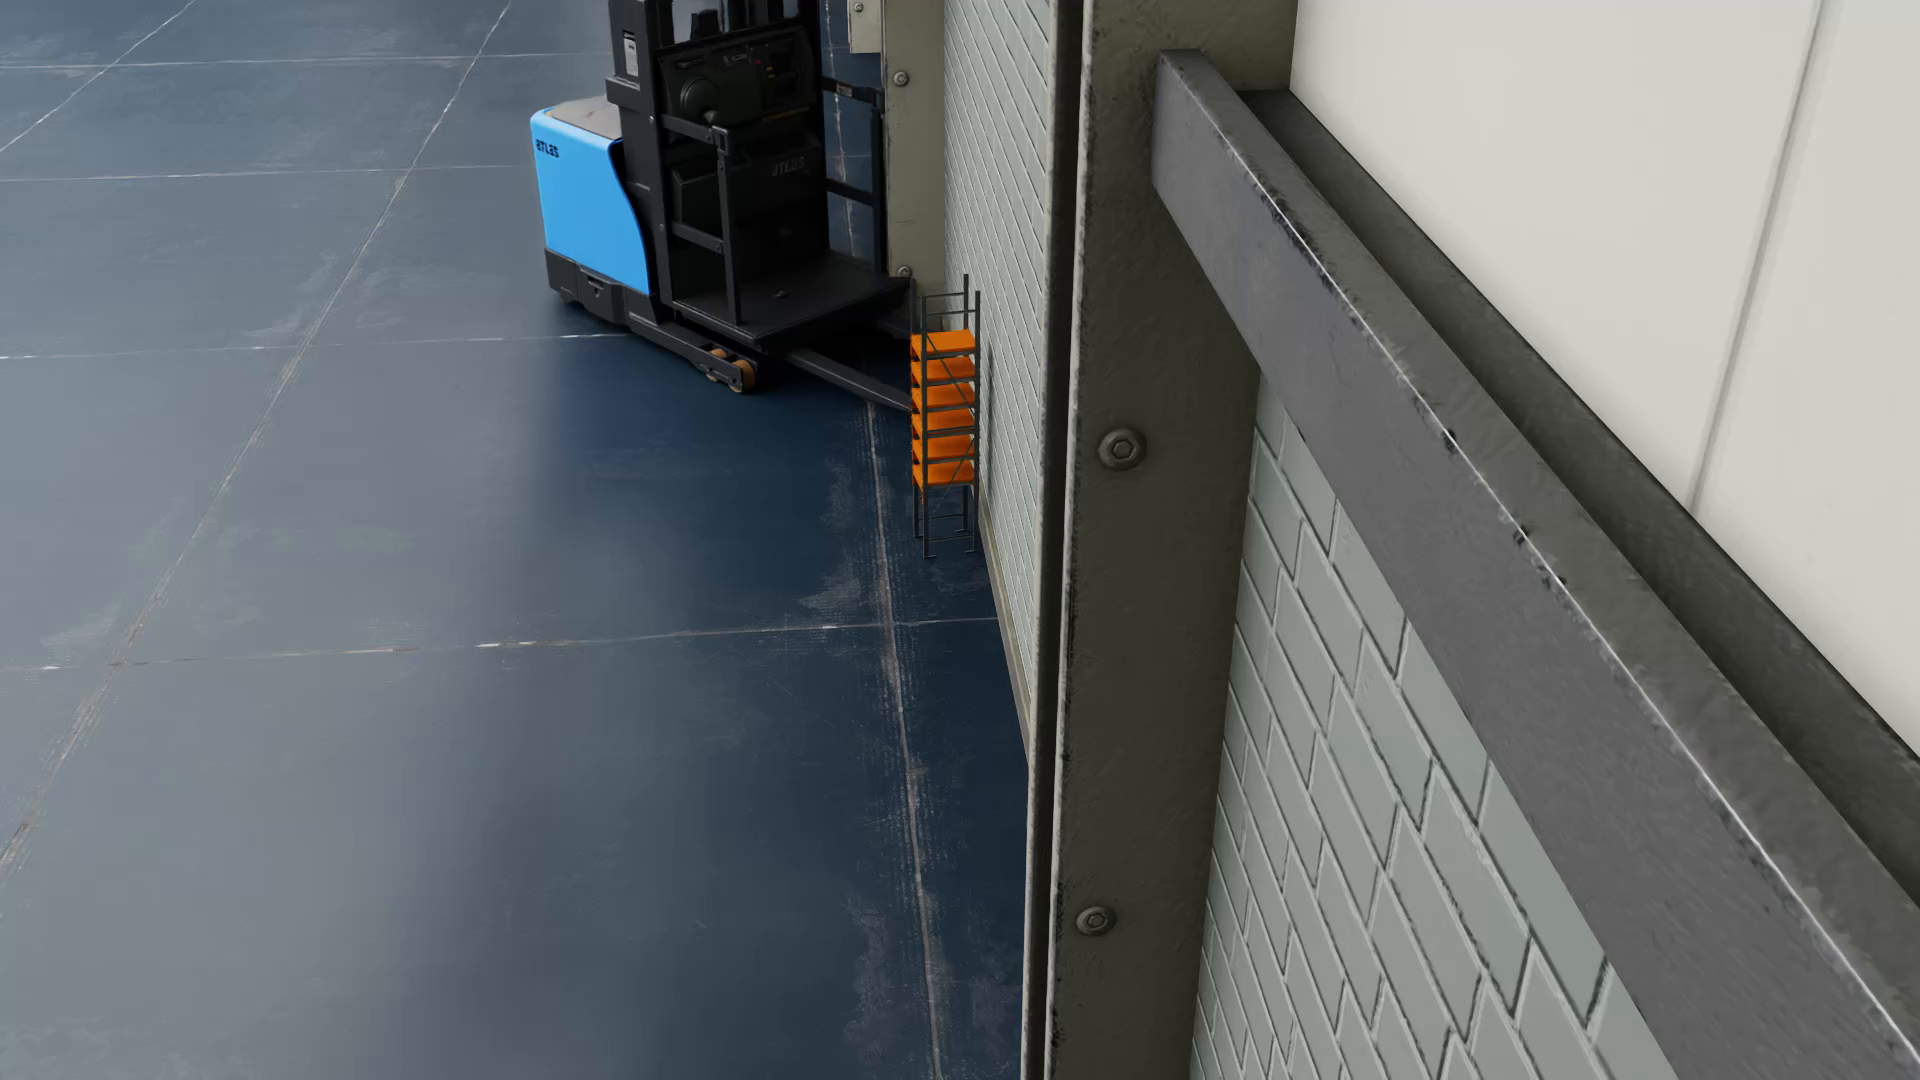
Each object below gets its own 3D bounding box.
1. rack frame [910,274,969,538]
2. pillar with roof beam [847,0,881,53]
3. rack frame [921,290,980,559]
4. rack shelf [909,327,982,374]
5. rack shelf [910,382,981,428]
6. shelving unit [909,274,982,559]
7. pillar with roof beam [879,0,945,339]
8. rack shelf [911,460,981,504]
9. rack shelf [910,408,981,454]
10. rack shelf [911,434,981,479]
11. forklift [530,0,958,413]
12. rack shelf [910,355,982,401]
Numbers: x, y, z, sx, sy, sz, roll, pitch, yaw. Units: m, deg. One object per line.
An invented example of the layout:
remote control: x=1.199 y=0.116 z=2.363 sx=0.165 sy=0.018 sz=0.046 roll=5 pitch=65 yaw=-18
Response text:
rack frame: x=-0.083 y=-0.543 z=6.988 sx=0.240 sy=1.200 sz=0.006 roll=-7 pitch=32 yaw=-12
pillar with roof beam: x=-5.089 y=-7.930 z=11.750 sx=9.100 sy=9.000 sz=0.400 roll=-3 pitch=31 yaw=-5
rack frame: x=-0.037 y=-0.453 z=6.836 sx=0.240 sy=1.200 sz=0.006 roll=-7 pitch=32 yaw=-12
rack shelf: x=-0.060 y=-0.769 z=6.751 sx=0.258 sy=0.103 sz=0.180 roll=-7 pitch=32 yaw=-12
rack shelf: x=-0.060 y=-0.563 z=6.874 sx=0.258 sy=0.103 sz=0.180 roll=-7 pitch=32 yaw=-12
shelving unit: x=-0.060 y=-0.498 z=6.912 sx=0.258 sy=1.200 sz=0.189 roll=-7 pitch=32 yaw=-12
pillar with roof beam: x=-4.529 y=-4.866 z=6.622 sx=9.100 sy=9.000 sz=0.400 roll=-3 pitch=31 yaw=-5
rack shelf: x=-0.061 y=-0.253 z=7.057 sx=0.258 sy=0.103 sz=0.180 roll=-7 pitch=32 yaw=-12
rack shelf: x=-0.060 y=-0.460 z=6.935 sx=0.258 sy=0.103 sz=0.180 roll=-7 pitch=32 yaw=-12
rack shelf: x=-0.061 y=-0.356 z=6.996 sx=0.258 sy=0.103 sz=0.180 roll=-7 pitch=32 yaw=-12
forklift: x=-0.966 y=-2.311 z=8.260 sx=1.130 sy=2.935 sz=3.031 roll=-27 pitch=40 yaw=-37
rack shelf: x=-0.060 y=-0.666 z=6.812 sx=0.258 sy=0.103 sz=0.180 roll=-7 pitch=32 yaw=-12
